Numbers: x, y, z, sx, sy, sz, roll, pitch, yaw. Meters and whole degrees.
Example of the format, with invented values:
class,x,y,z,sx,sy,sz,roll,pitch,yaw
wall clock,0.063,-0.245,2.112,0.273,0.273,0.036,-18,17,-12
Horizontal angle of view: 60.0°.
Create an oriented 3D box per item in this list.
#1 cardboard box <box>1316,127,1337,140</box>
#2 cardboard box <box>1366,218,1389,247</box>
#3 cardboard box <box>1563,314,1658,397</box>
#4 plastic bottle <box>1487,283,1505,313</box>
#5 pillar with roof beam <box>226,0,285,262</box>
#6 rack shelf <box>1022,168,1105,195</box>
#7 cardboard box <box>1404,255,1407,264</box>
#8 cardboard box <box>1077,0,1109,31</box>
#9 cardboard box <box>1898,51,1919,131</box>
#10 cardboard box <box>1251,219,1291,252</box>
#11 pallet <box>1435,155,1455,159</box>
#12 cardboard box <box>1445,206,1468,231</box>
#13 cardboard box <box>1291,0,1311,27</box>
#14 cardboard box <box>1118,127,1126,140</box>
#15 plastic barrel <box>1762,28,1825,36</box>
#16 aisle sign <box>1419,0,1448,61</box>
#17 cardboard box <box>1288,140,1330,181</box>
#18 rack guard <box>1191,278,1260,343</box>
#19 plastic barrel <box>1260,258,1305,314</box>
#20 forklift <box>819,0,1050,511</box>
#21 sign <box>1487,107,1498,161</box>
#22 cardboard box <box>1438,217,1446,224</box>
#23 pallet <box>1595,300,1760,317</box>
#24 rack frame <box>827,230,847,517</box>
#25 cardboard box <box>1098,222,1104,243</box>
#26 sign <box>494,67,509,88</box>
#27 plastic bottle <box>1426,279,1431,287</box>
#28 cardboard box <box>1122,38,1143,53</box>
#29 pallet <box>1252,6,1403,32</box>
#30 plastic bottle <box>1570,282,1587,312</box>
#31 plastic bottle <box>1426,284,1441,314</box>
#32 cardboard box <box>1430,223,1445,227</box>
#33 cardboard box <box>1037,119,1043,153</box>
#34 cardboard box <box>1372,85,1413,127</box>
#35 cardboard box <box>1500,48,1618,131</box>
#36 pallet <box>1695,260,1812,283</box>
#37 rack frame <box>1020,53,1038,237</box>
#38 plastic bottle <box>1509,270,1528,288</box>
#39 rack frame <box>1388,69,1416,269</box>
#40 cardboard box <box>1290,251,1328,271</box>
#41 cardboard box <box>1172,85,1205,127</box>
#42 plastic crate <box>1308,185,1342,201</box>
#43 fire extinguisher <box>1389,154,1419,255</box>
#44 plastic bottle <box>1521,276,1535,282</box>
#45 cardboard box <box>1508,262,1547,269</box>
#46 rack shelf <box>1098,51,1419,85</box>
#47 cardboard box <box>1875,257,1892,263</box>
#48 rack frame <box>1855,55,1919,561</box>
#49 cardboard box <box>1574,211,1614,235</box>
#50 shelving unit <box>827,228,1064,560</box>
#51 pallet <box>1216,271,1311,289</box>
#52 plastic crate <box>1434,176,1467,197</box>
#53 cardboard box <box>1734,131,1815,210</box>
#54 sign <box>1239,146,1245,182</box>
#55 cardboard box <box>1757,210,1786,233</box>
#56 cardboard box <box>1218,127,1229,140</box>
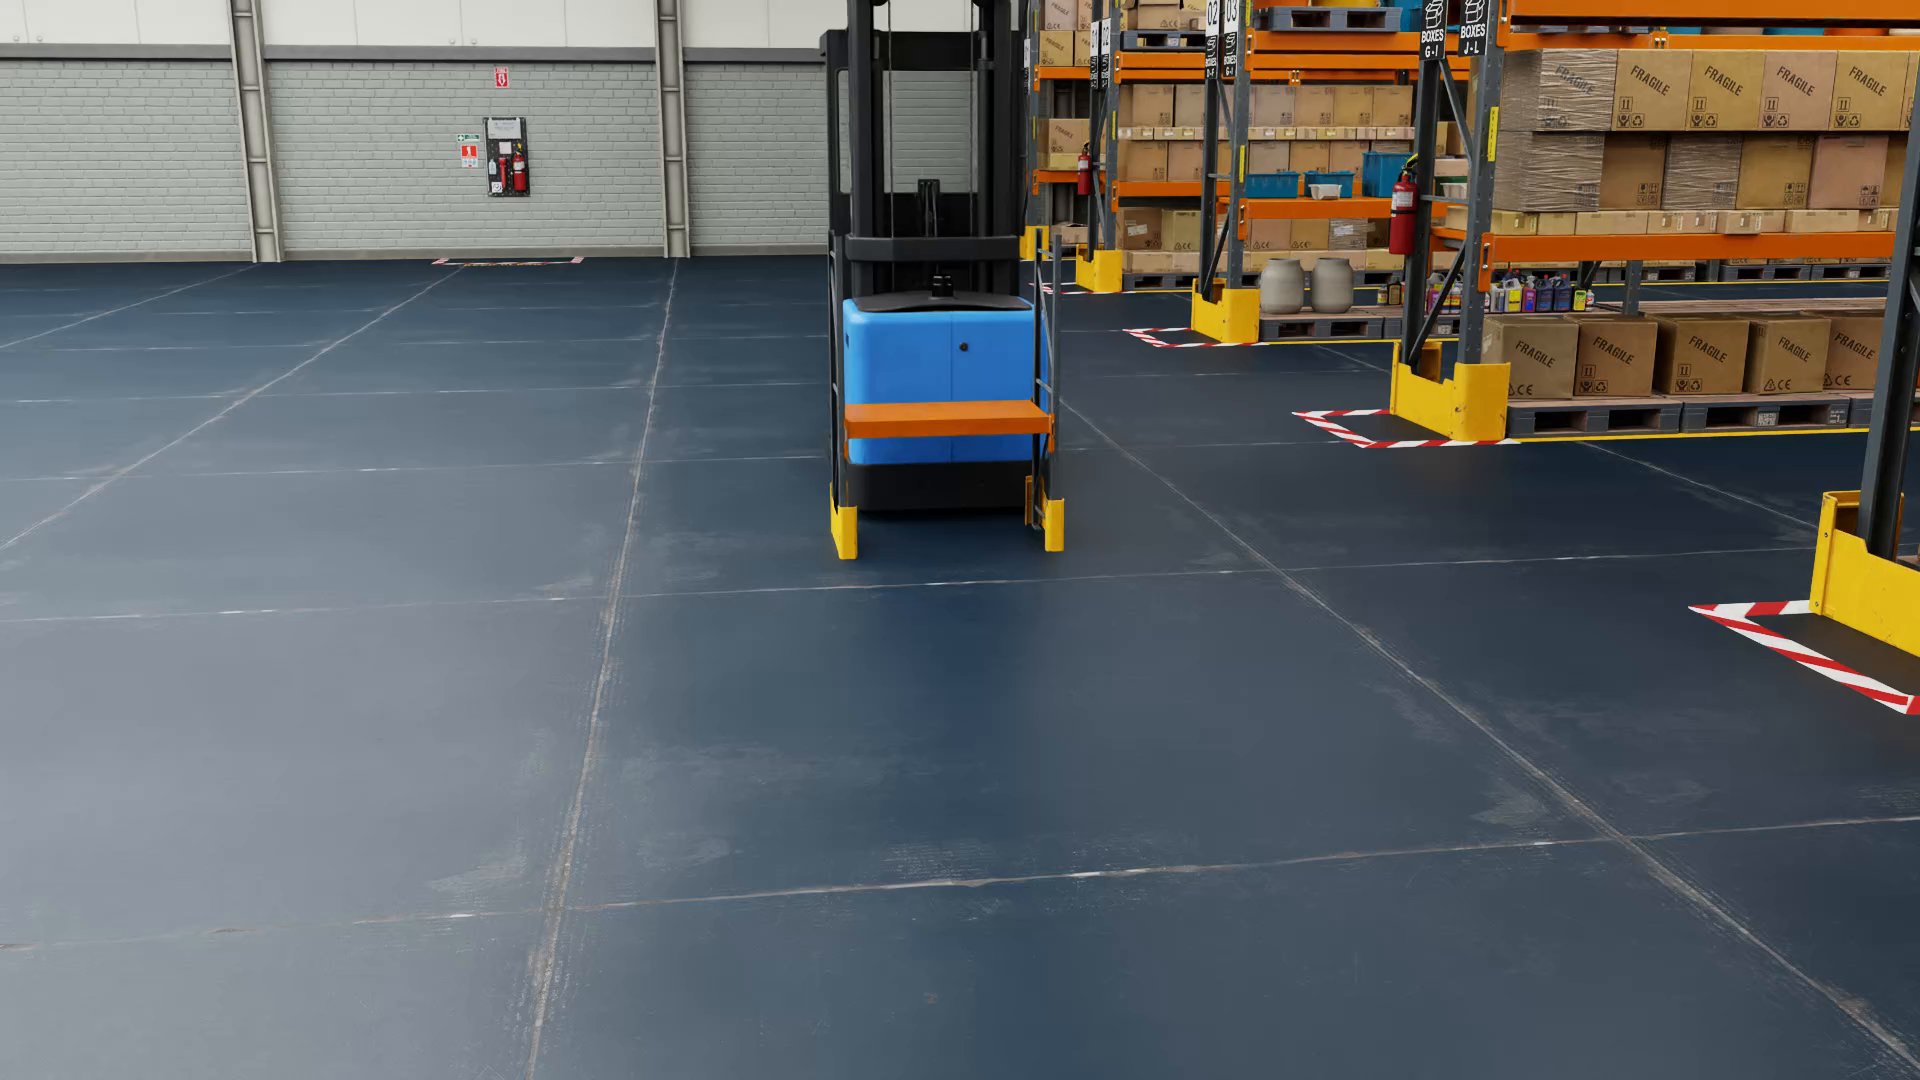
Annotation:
class,x,y,z,sx,sy,sz,roll,pitch,yaw
cardboard box,4.468,-5.026,20.558,0.250,0.149,0.380,-2,14,-9
cardboard box,5.206,-4.053,21.465,0.500,0.500,0.500,-2,14,-8
cardboard box,4.434,-1.273,11.406,0.500,0.500,0.500,2,14,6
plastic bottle,5.181,-2.345,16.102,0.135,0.276,0.152,-2,14,-7
pillar with roof beam,-9.648,-7.480,19.550,0.400,9.000,9.100,-2,14,-8
rack shelf,2.992,-5.531,25.589,4.000,0.370,1.077,-2,14,-8
cardboard box,6.078,-3.716,21.661,0.500,0.250,0.500,-2,14,-9
cardboard box,1.935,-7.767,24.558,0.500,0.500,0.500,-2,14,-9
cardboard box,6.285,-2.955,10.965,0.500,0.500,0.500,-2,14,-8
cardboard box,3.803,-3.869,20.732,0.500,0.500,0.500,-2,14,-8
pallet,6.973,-5.923,26.066,1.213,0.211,1.003,-2,14,-8
cardboard box,3.479,-2.171,11.229,0.250,0.149,0.380,-2,14,-8
cardboard box,4.064,-6.508,20.477,0.637,0.503,0.797,-1,14,-2
cardboard box,2.105,-5.039,20.608,0.250,0.149,0.380,-2,14,-9
plastic barrel,8.209,-5.385,16.333,0.708,0.901,0.600,-2,14,-8
aisle sign,3.122,-3.564,10.922,0.004,0.787,0.394,-2,14,-8
cardboard box,4.256,-4.754,20.806,0.500,0.500,0.700,-2,14,-7
rack guard,2.558,-2.226,16.070,0.348,0.500,1.175,-2,14,-8
plastic barrel,3.129,-2.464,16.130,0.421,0.512,0.421,0,14,0
forklift,-0.234,-1.880,9.691,1.130,2.935,3.031,-2,14,-7
sign,3.309,-2.522,10.334,0.005,0.325,0.100,-2,14,-8
cardboard box,7.694,-5.069,26.502,0.500,0.500,0.700,-2,14,-8
pallet,7.216,-2.255,16.778,1.213,0.211,1.003,-2,14,-8
rack frame,-0.587,-0.706,7.954,0.032,1.500,0.500,-2,14,-8
cardboard box,2.275,-4.741,25.582,0.500,0.311,0.500,-1,14,-4
sign,-6.828,-6.891,24.768,0.199,0.298,0.001,-2,14,-8
plastic bottle,4.631,-2.496,16.704,0.135,0.276,0.152,-2,14,-10
cardboard box,2.431,-7.303,24.763,0.500,0.500,0.500,-1,14,-6
pallet,3.322,-4.794,15.394,1.213,0.211,1.003,-2,14,-8
plastic bottle,6.019,-2.368,16.179,0.133,0.283,0.061,-1,14,-5
plastic bottle,4.556,-2.315,15.965,0.133,0.283,0.061,-2,14,-7
cardboard box,6.157,-3.858,21.075,0.500,0.311,0.500,-2,14,-8
cardboard box,1.448,-6.176,25.409,0.500,0.500,0.500,-2,14,-9
cardboard box,5.273,-5.421,20.799,0.500,0.500,0.700,-2,14,-8
cardboard box,3.812,-2.865,10.607,0.500,0.500,0.500,-2,14,-8
pallet,10.410,-3.571,22.028,1.213,0.211,1.003,-2,14,-8
rack frame,1.014,-5.807,25.212,0.127,3.000,1.000,-2,14,-8
plastic bottle,5.607,-2.534,16.700,0.185,0.351,0.144,-2,14,-8
rack frame,5.711,-4.761,21.039,0.127,3.000,1.000,-2,14,-8
cardboard box,4.297,-3.524,20.897,0.500,0.250,0.500,-2,14,-8
cardboard box,2.791,-5.330,20.435,0.500,0.500,0.700,-2,14,-10
plastic crate,3.423,-3.252,15.563,0.250,0.136,0.298,-2,14,-8
fire extinguisher,3.046,-2.302,11.394,0.183,0.674,0.296,-2,14,-8
plastic bottle,5.749,-2.537,16.867,0.135,0.276,0.152,-2,14,-6
cardboard box,7.164,-3.624,21.294,0.500,0.250,0.500,-3,14,-10
rack shelf,3.733,-5.794,20.473,4.000,0.370,1.077,-2,14,-8
cardboard box,12.190,-3.931,21.964,0.500,0.500,0.500,-2,14,-8
rack frame,3.867,-1.036,6.187,0.127,3.000,1.000,-2,14,-8
cardboard box,4.045,-2.074,10.842,0.250,0.149,0.380,-2,14,-8
shelving unit,-0.075,-0.725,8.028,1.083,1.500,0.587,-2,14,-8
pallet,3.709,-3.345,21.124,1.213,0.211,1.003,-2,14,-8
plastic crate,5.061,-3.485,16.388,0.662,0.188,0.450,-2,14,-8
cardboard box,5.249,-2.509,11.243,0.500,0.500,0.875,-2,14,-8
sign,2.567,-3.426,15.148,0.005,0.325,0.100,-2,14,-8
cardboard box,5.270,-2.136,11.090,0.250,0.149,0.380,-2,14,-8
cardboard box,3.196,-4.979,20.371,0.250,0.149,0.380,-3,14,-10
